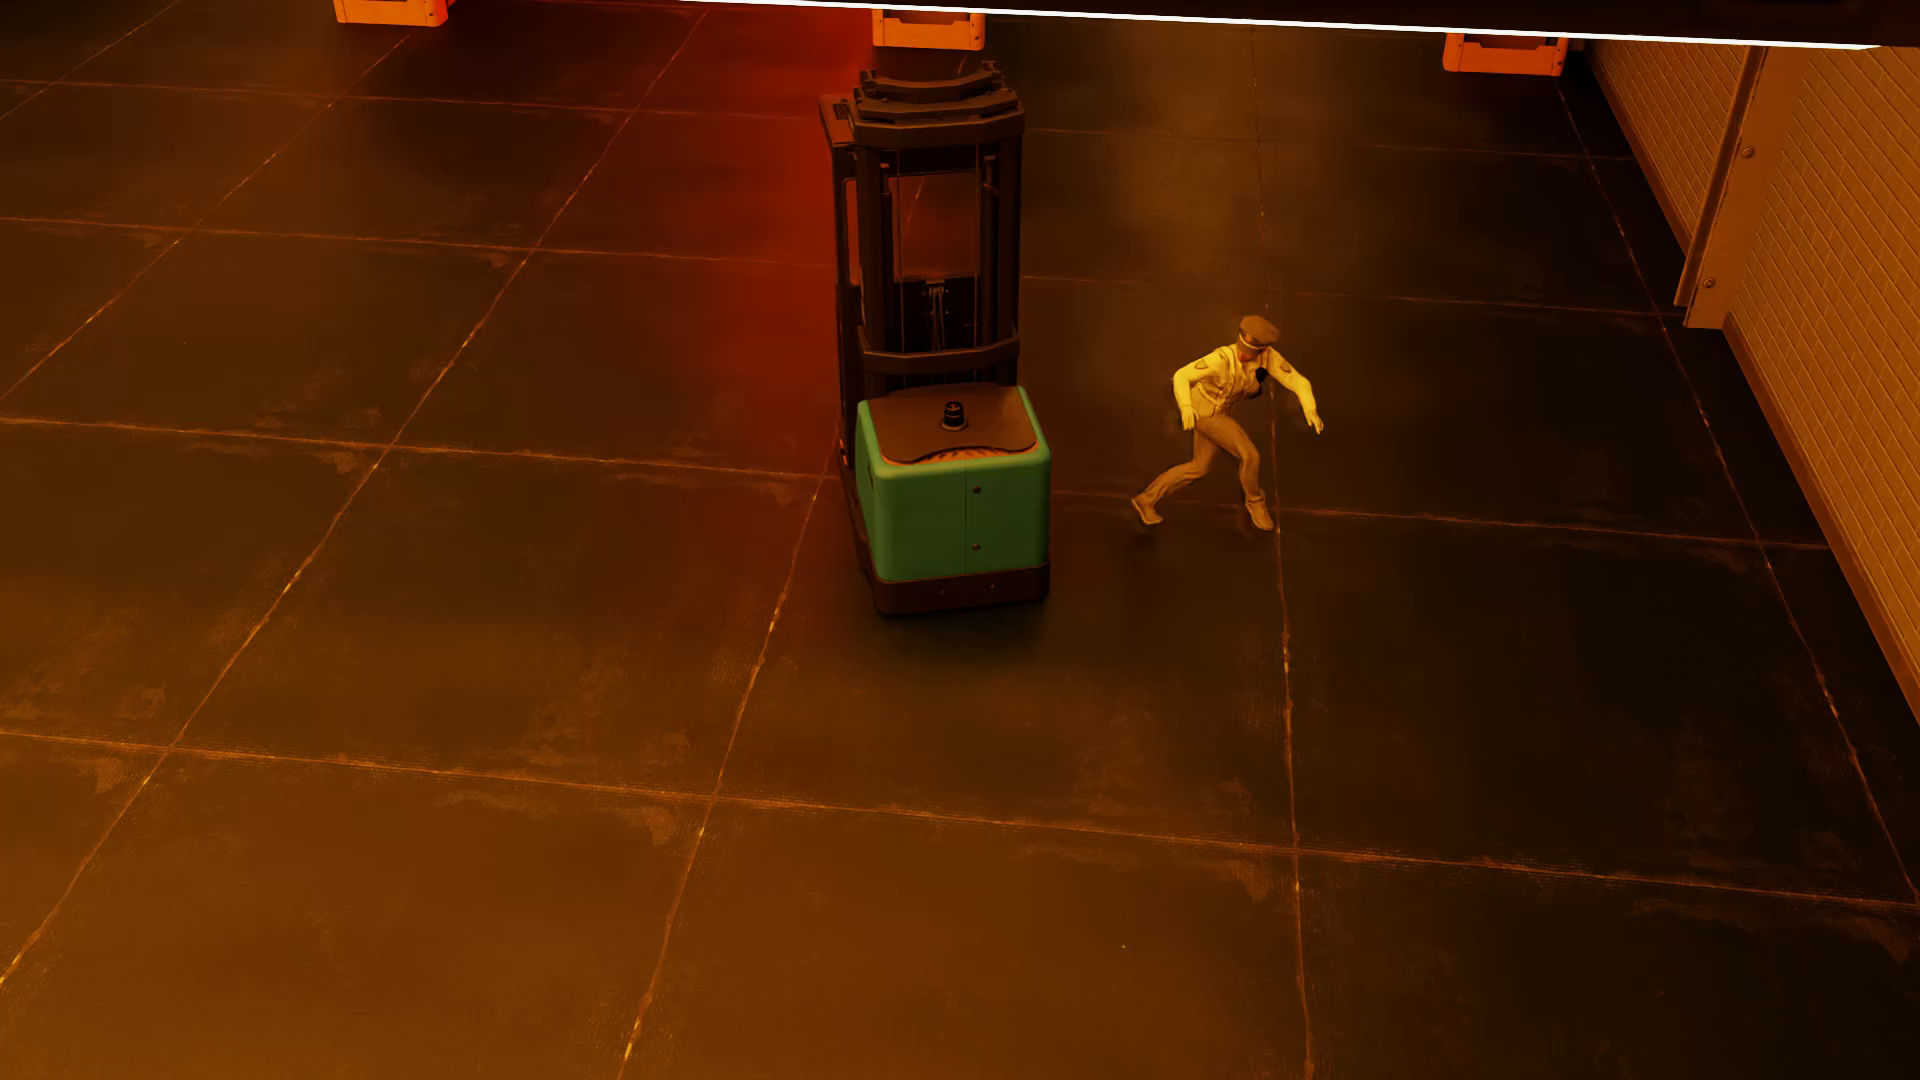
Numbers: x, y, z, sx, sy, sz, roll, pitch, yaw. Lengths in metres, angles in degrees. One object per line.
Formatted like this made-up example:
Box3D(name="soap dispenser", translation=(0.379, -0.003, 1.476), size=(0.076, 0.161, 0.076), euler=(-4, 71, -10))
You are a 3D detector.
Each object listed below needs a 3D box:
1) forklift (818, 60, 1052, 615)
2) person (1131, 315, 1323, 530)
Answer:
Box3D(name="forklift", translation=(-0.231, -1.609, 10.213), size=(1.130, 2.935, 3.031), euler=(-6, 37, -8))
Box3D(name="person", translation=(1.659, -0.643, 10.191), size=(1.034, 1.470, 0.857), euler=(26, 43, 30))
